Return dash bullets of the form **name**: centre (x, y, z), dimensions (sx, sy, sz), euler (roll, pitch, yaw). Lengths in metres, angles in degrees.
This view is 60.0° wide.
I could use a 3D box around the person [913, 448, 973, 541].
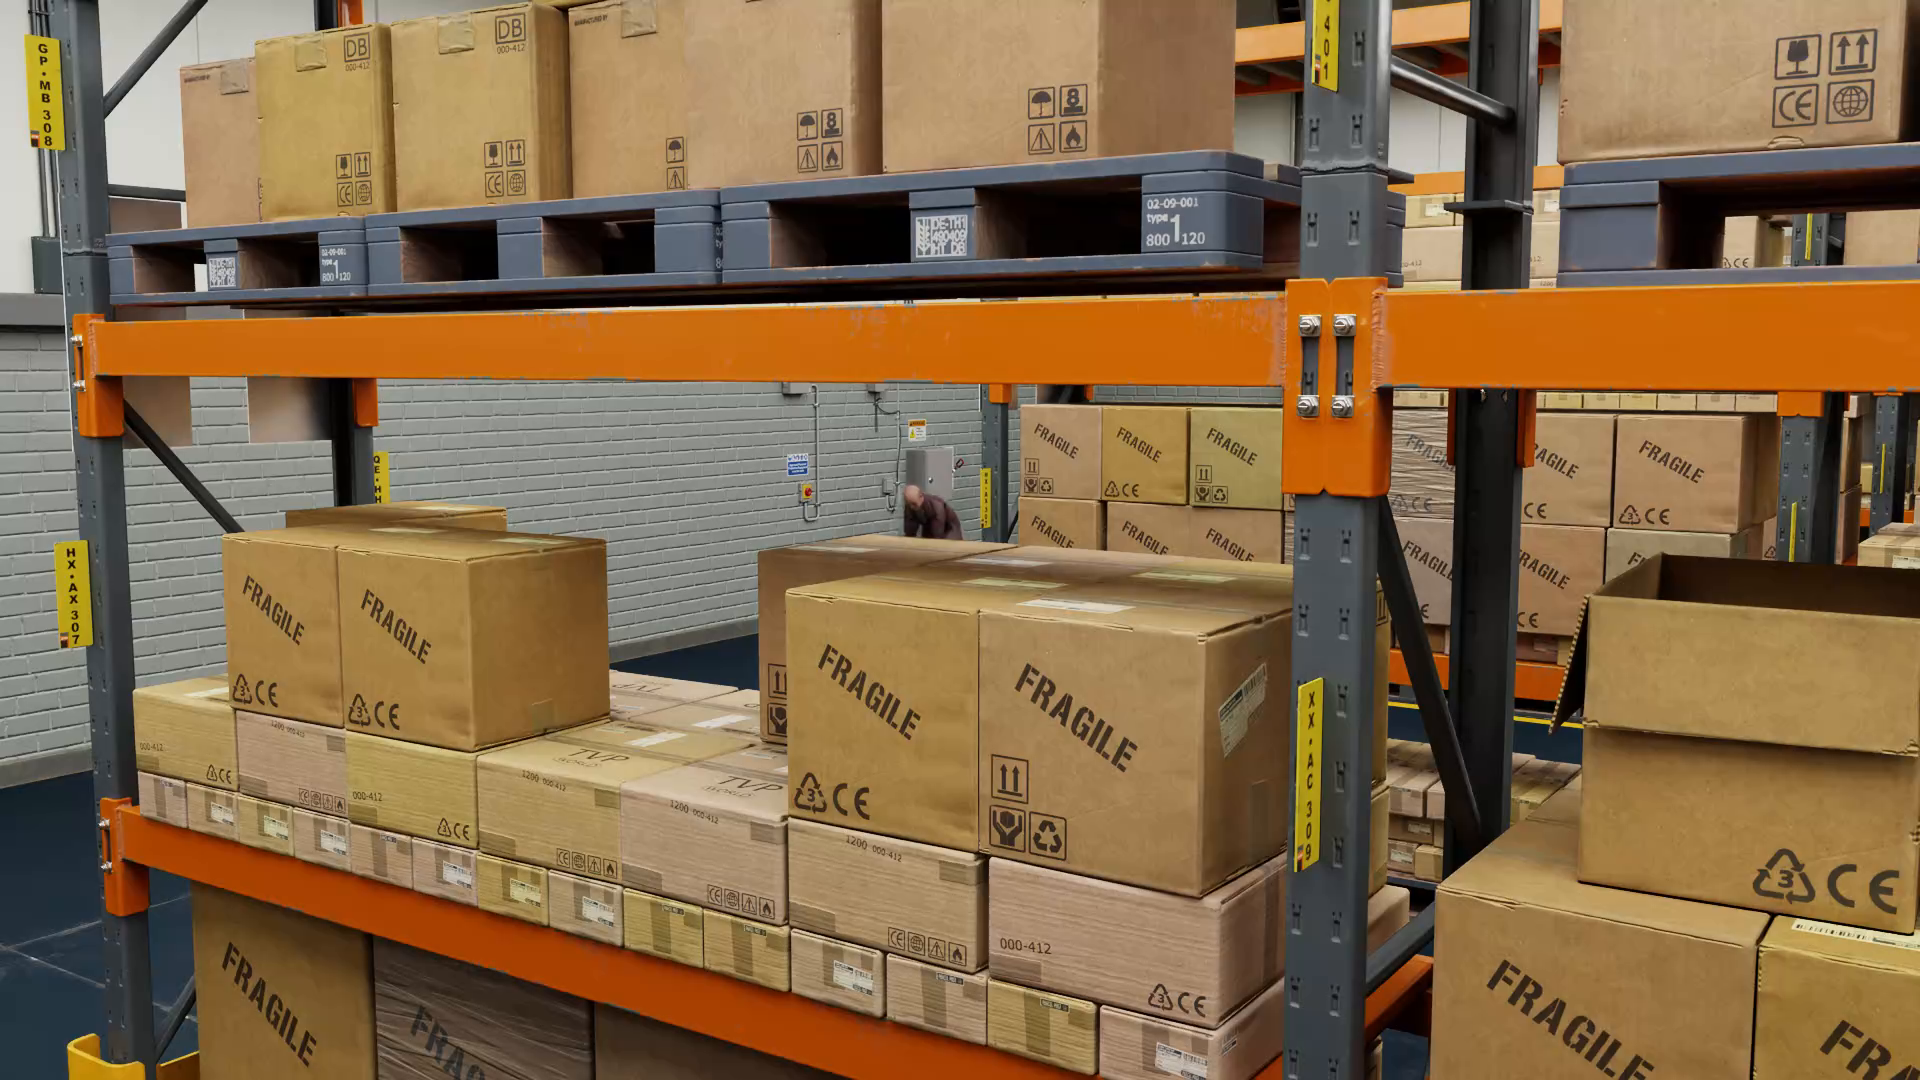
- **person**: centre (-0.239, -0.062, 17.255), dimensions (0.695, 1.776, 0.582), euler (4, 7, 34)
